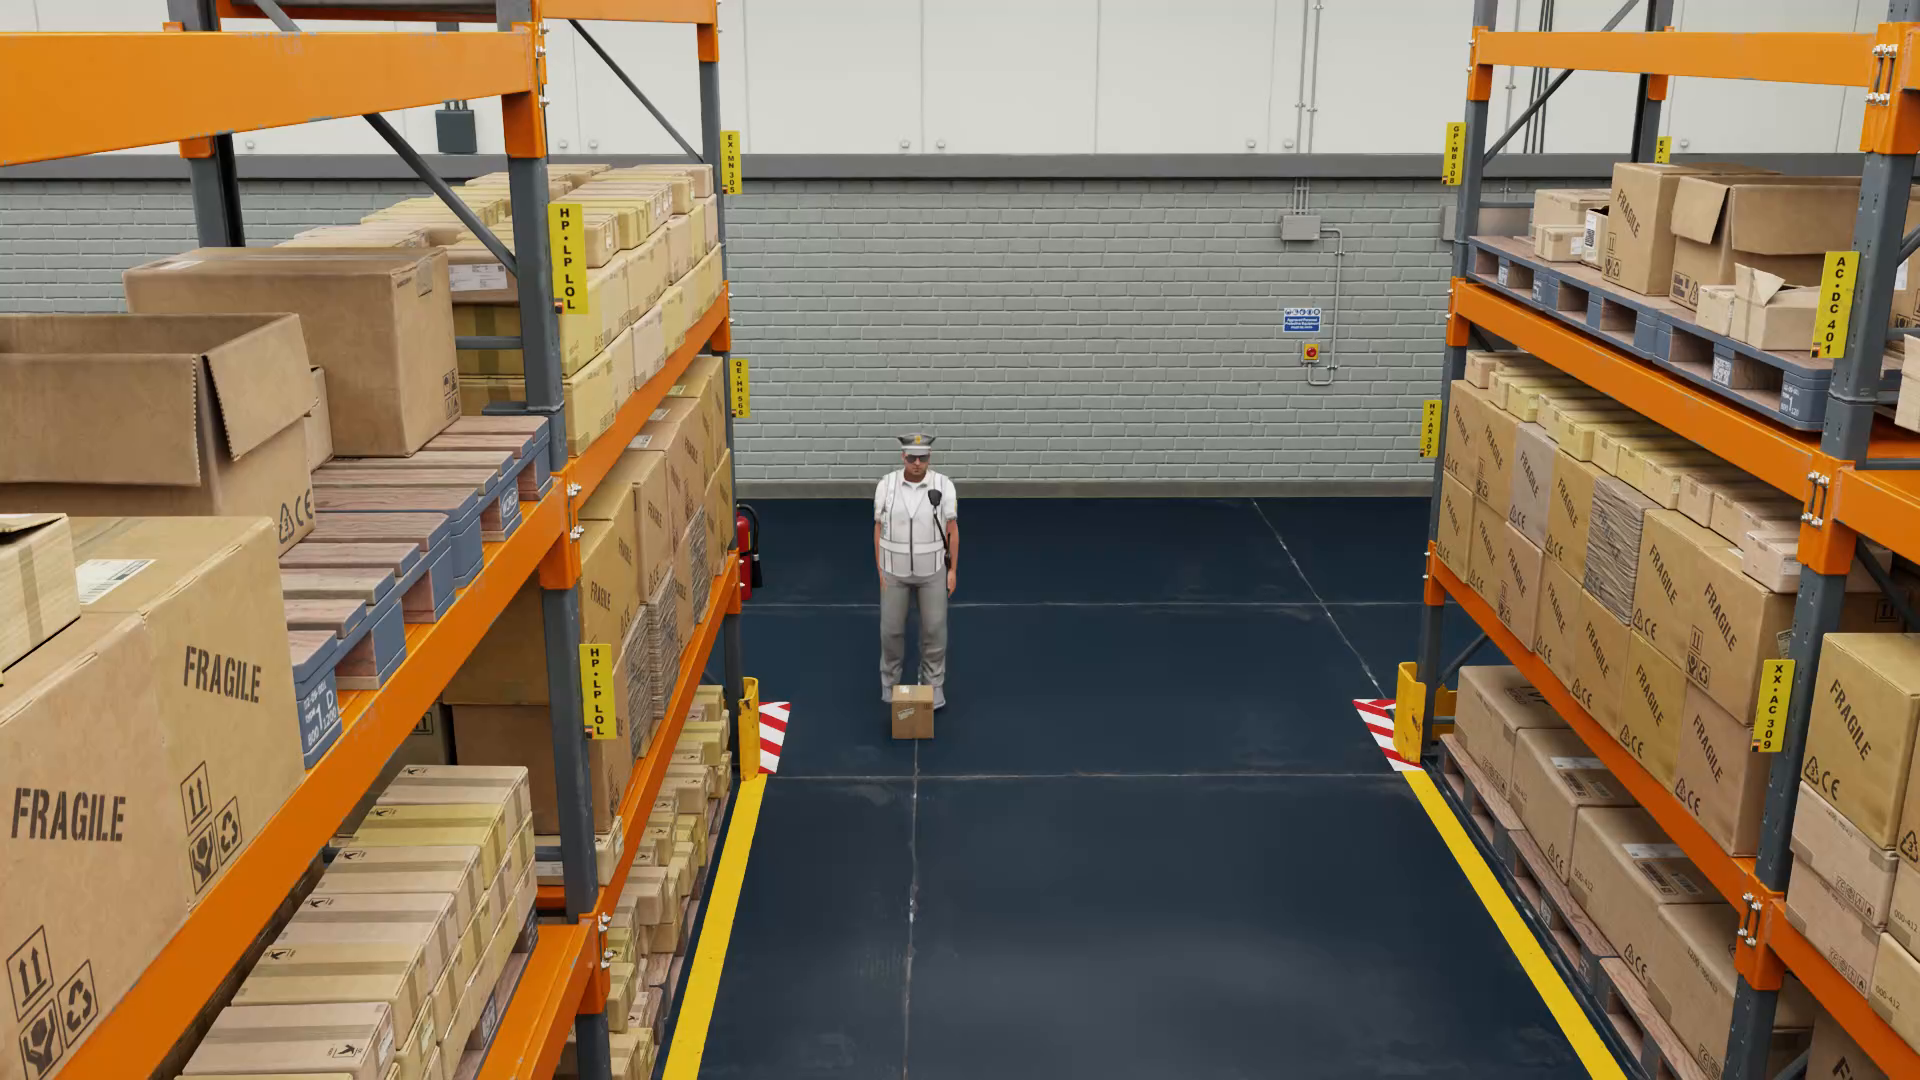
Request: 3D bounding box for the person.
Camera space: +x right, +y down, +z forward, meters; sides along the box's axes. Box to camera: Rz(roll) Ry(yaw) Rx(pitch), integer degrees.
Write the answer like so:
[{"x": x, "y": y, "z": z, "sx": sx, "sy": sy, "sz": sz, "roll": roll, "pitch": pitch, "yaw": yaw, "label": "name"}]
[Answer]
[{"x": -0.272, "y": 0.208, "z": 10.426, "sx": 0.530, "sy": 1.815, "sz": 0.390, "roll": 0, "pitch": 17, "yaw": 0, "label": "person"}]
